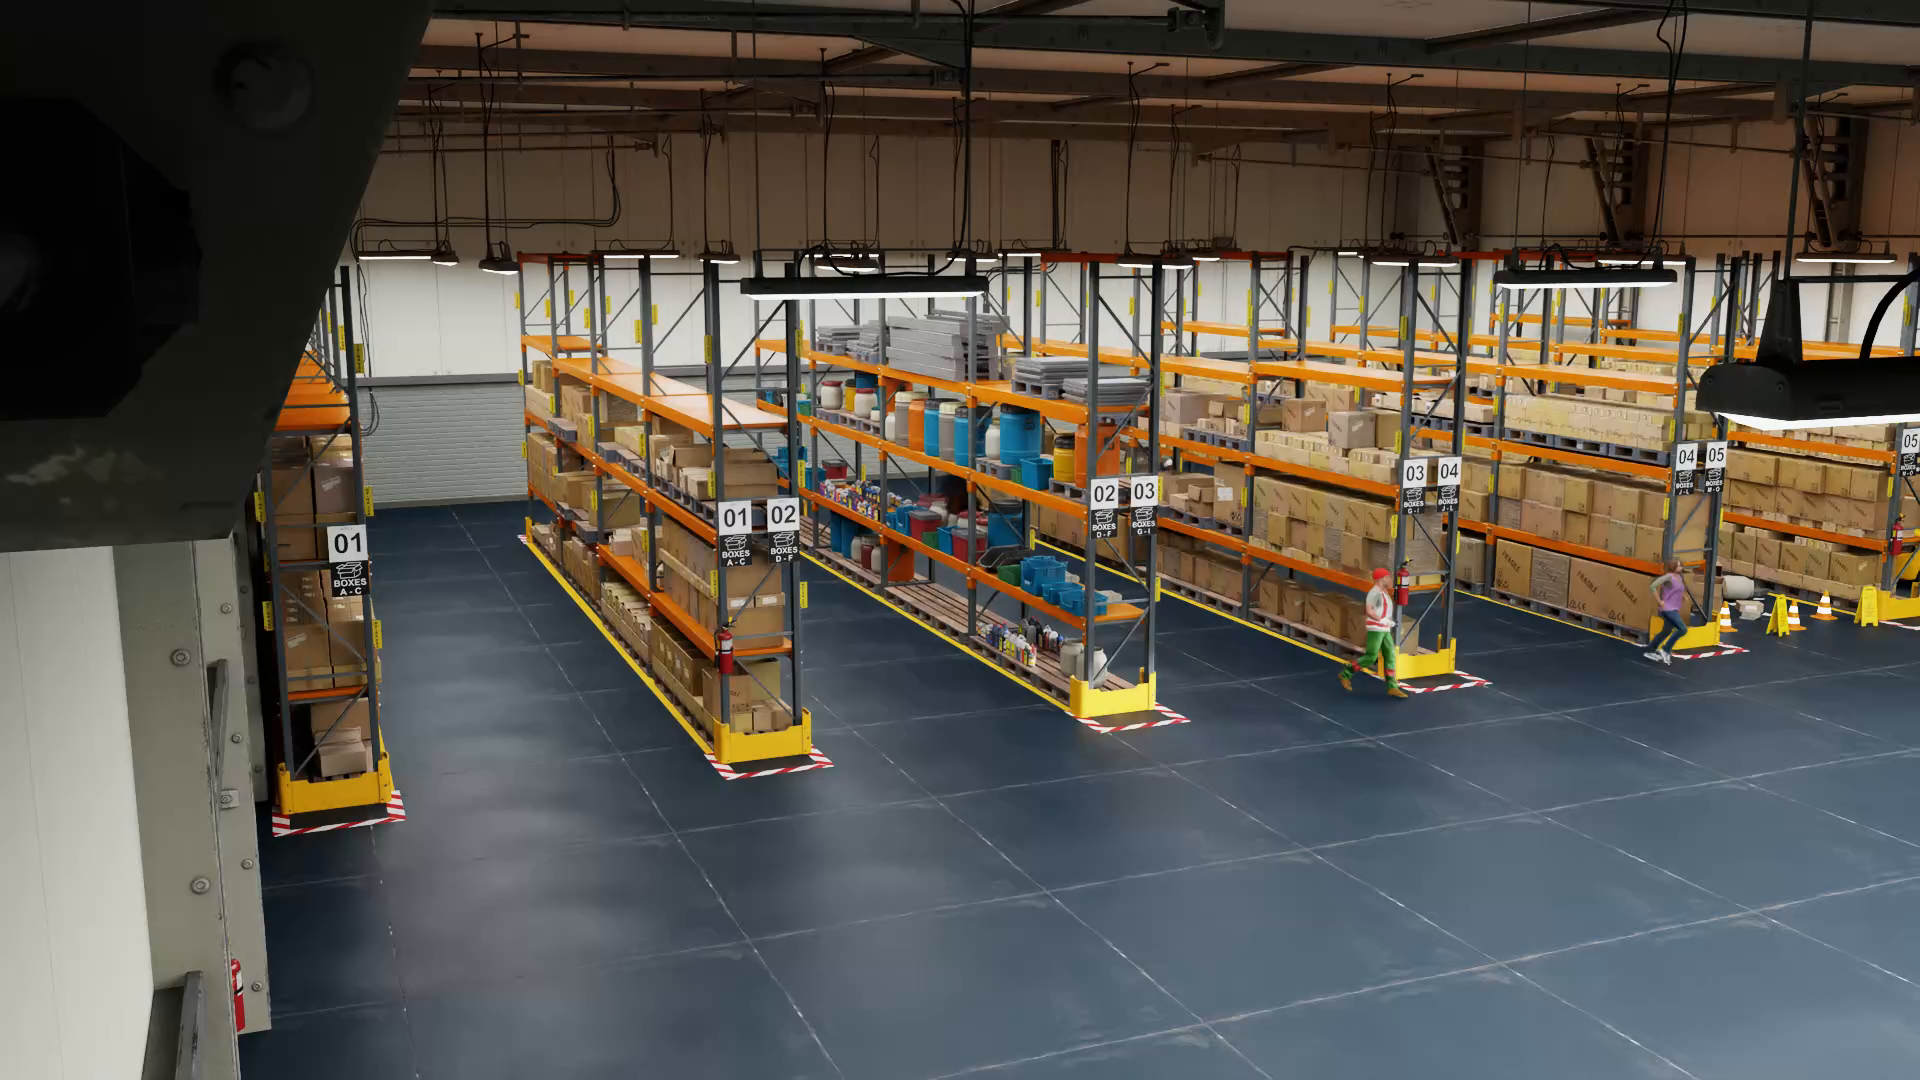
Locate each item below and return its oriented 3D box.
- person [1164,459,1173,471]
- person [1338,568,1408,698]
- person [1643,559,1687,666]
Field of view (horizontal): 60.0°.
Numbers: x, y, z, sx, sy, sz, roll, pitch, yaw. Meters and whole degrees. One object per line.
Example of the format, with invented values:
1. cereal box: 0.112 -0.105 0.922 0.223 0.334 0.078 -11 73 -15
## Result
1. person: 4.309 -0.787 34.423 0.657 1.780 0.897 -5 12 -26
2. person: 5.852 1.260 23.171 0.986 1.751 0.716 7 12 32
3. person: 10.608 1.060 24.880 0.615 1.570 0.529 8 13 38
